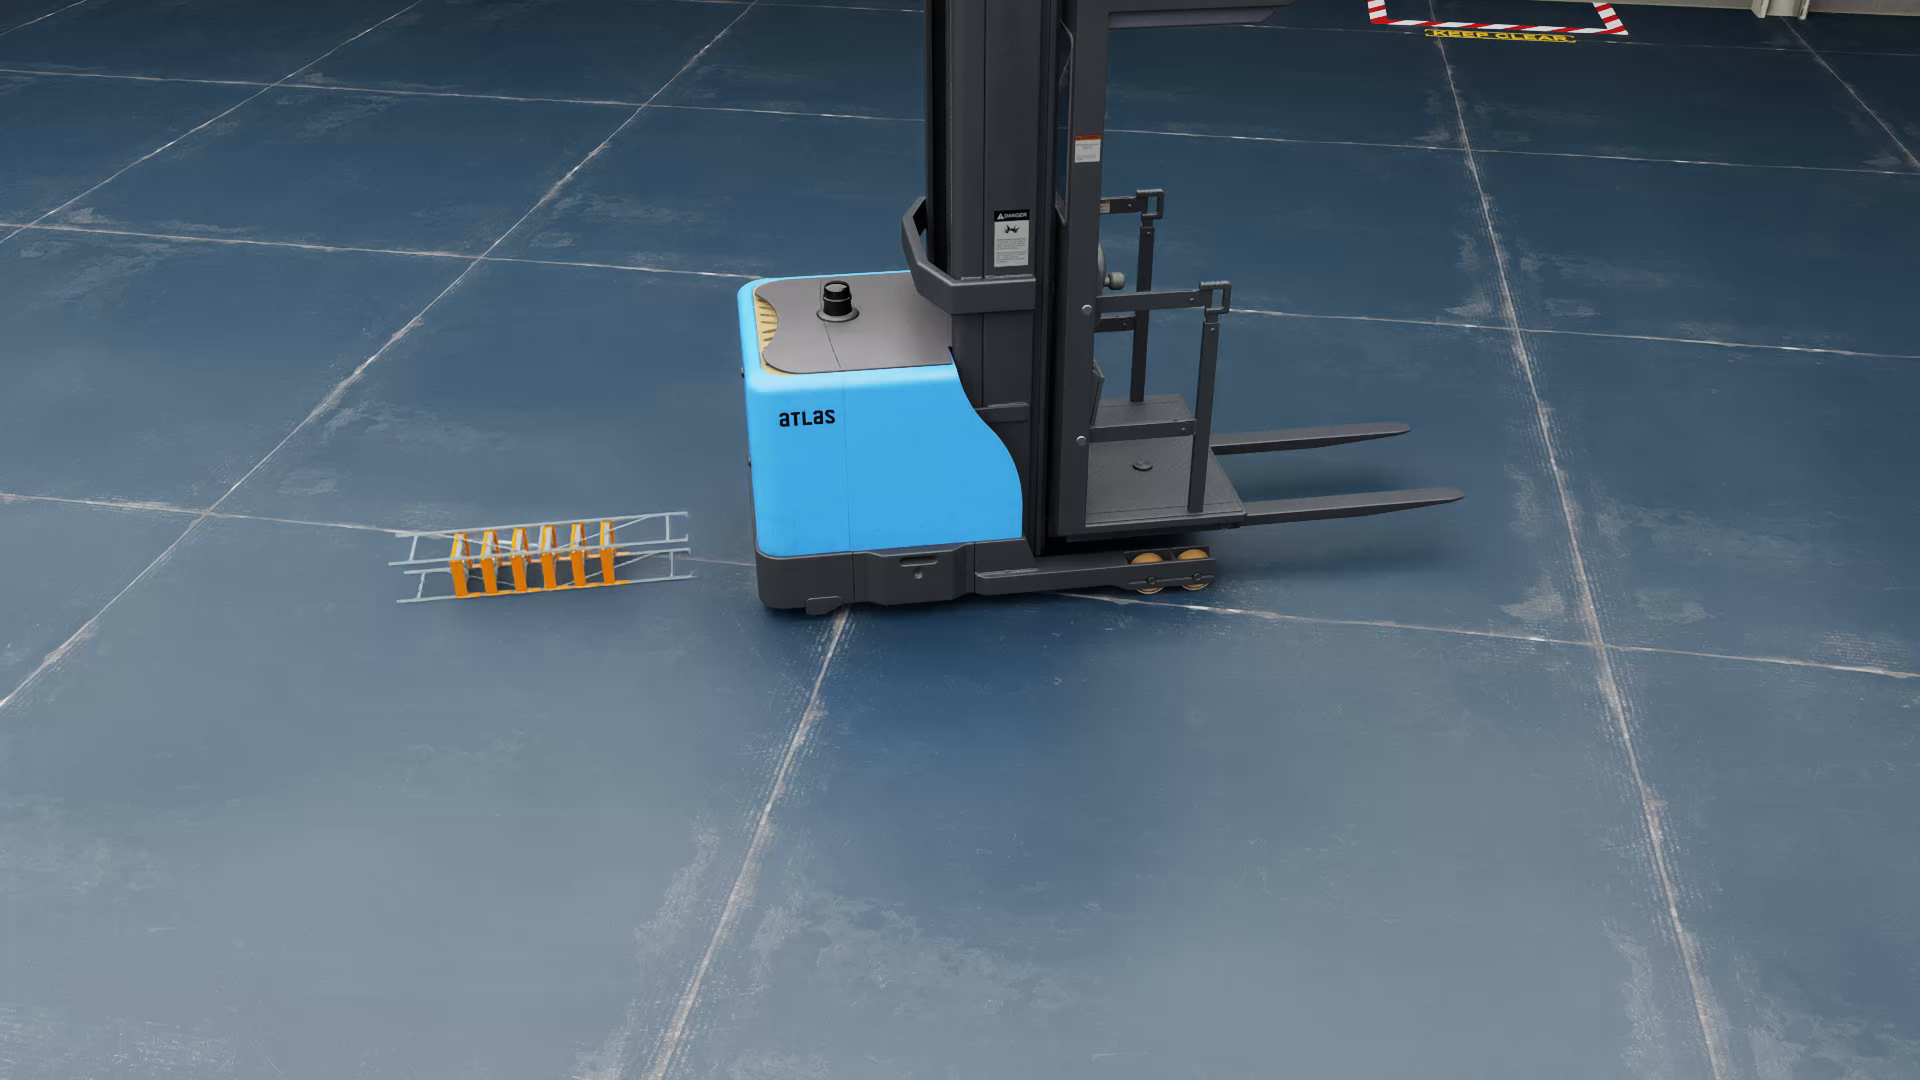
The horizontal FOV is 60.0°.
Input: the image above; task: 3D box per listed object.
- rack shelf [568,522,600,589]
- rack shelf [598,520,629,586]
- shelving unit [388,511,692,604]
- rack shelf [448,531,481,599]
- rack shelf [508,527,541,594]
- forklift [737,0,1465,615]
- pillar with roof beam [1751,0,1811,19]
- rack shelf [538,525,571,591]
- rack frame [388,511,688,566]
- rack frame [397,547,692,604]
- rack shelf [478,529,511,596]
[{"bbox_3d":[-1.576,0.056,6.978,0.103,0.180,0.258,-5,32,-8],"label":"rack shelf"},{"bbox_3d":[-1.457,0.046,6.994,0.103,0.180,0.258,-5,32,-8],"label":"rack shelf"},{"bbox_3d":[-1.738,0.070,6.956,1.200,0.189,0.258,-5,32,-8],"label":"shelving unit"},{"bbox_3d":[-2.050,0.096,6.914,0.103,0.180,0.258,-5,32,-8],"label":"rack shelf"},{"bbox_3d":[-1.813,0.076,6.946,0.103,0.180,0.258,-5,32,-8],"label":"rack shelf"},{"bbox_3d":[0.619,-1.293,6.552,3.031,2.935,1.130,-5,32,-7],"label":"forklift"},{"bbox_3d":[6.490,-6.204,8.681,0.400,9.000,9.100,5,32,8],"label":"pillar with roof beam"},{"bbox_3d":[-1.694,0.066,6.962,0.103,0.180,0.258,-5,32,-8],"label":"rack shelf"},{"bbox_3d":[-1.738,-0.008,6.907,1.200,0.006,0.240,-5,32,-8],"label":"rack frame"},{"bbox_3d":[-1.738,0.147,7.004,1.200,0.006,0.240,-5,32,-8],"label":"rack frame"},{"bbox_3d":[-1.931,0.086,6.930,0.103,0.180,0.258,-5,32,-8],"label":"rack shelf"}]
